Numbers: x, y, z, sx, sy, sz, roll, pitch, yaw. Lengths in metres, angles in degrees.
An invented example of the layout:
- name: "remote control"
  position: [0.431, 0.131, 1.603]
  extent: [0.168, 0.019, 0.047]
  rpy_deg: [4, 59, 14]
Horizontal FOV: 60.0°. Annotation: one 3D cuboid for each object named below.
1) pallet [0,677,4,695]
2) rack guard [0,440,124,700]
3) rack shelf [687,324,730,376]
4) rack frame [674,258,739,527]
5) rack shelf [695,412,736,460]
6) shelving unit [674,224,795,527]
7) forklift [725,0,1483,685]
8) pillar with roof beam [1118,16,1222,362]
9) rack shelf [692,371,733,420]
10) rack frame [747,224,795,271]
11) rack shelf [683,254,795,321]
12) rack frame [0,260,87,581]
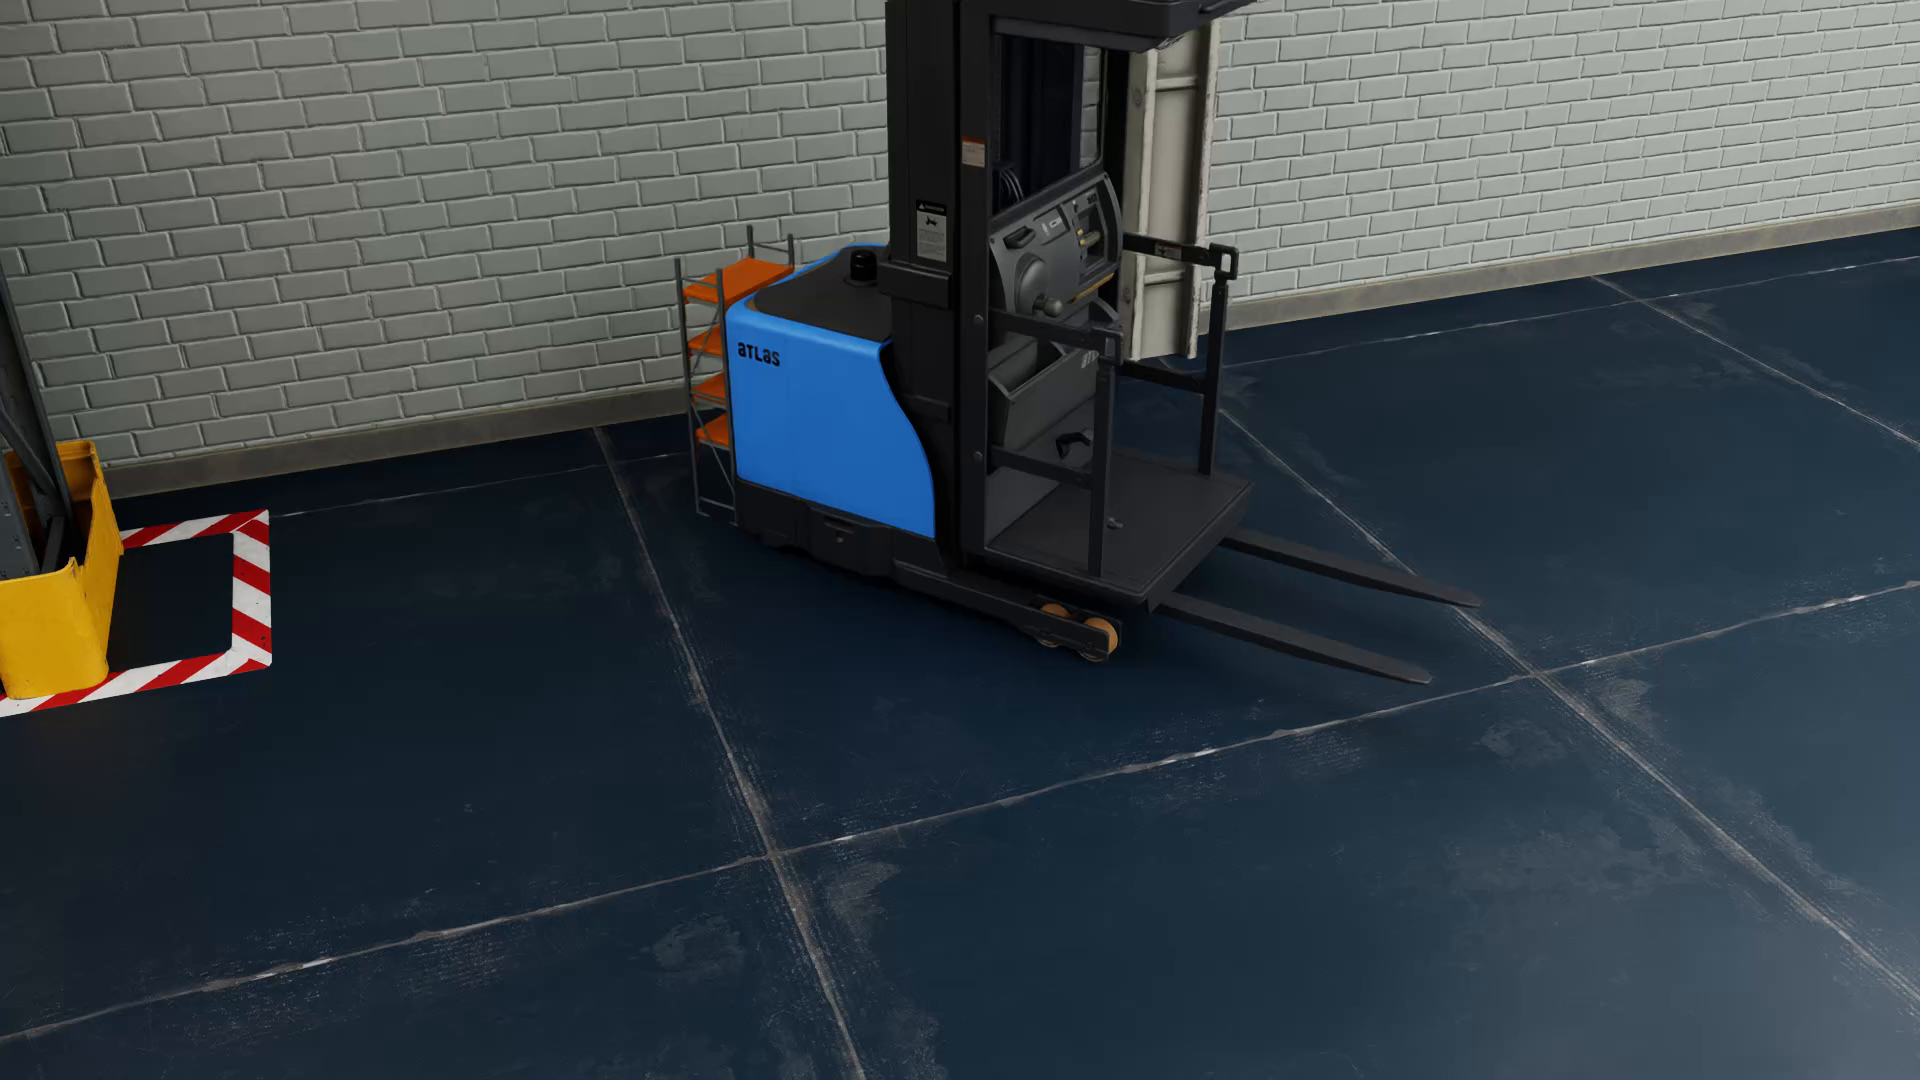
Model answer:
- name: "pallet"
  position: [-4.320, 0.370, 6.387]
  extent: [1.213, 0.211, 1.003]
  rpy_deg: [-10, 31, -18]
- name: "rack guard"
  position: [-3.595, 0.089, 6.588]
  extent: [0.348, 0.500, 1.175]
  rpy_deg: [-10, 31, -18]
- name: "rack shelf"
  position: [-0.948, -0.851, 7.216]
  extent: [0.258, 0.148, 0.480]
  rpy_deg: [17, 34, 27]
- name: "rack frame"
  position: [-1.075, -0.612, 7.112]
  extent: [0.240, 1.200, 0.015]
  rpy_deg: [17, 34, 27]
- name: "rack shelf"
  position: [-0.948, -0.484, 7.425]
  extent: [0.258, 0.148, 0.480]
  rpy_deg: [17, 34, 27]
- name: "shelving unit"
  position: [-0.948, -0.715, 7.293]
  extent: [0.258, 1.200, 0.503]
  rpy_deg: [17, 34, 27]
- name: "forklift"
  position: [0.550, -1.104, 6.228]
  extent: [3.031, 2.935, 1.130]
  rpy_deg: [17, 34, 27]
- name: "pillar with roof beam"
  position: [2.540, -2.936, 3.312]
  extent: [0.400, 9.000, 9.100]
  rpy_deg: [-10, 31, -18]
- name: "rack shelf"
  position: [-0.948, -0.657, 7.326]
  extent: [0.258, 0.148, 0.480]
  rpy_deg: [17, 34, 27]
- name: "rack frame"
  position: [-0.821, -0.818, 7.474]
  extent: [0.240, 1.200, 0.015]
  rpy_deg: [17, 34, 27]
- name: "rack shelf"
  position: [-0.948, -1.056, 7.098]
  extent: [0.258, 0.148, 0.480]
  rpy_deg: [17, 34, 27]
- name: "rack frame"
  position: [-3.617, -0.993, 5.962]
  extent: [0.127, 3.000, 1.000]
  rpy_deg: [-10, 31, -18]
